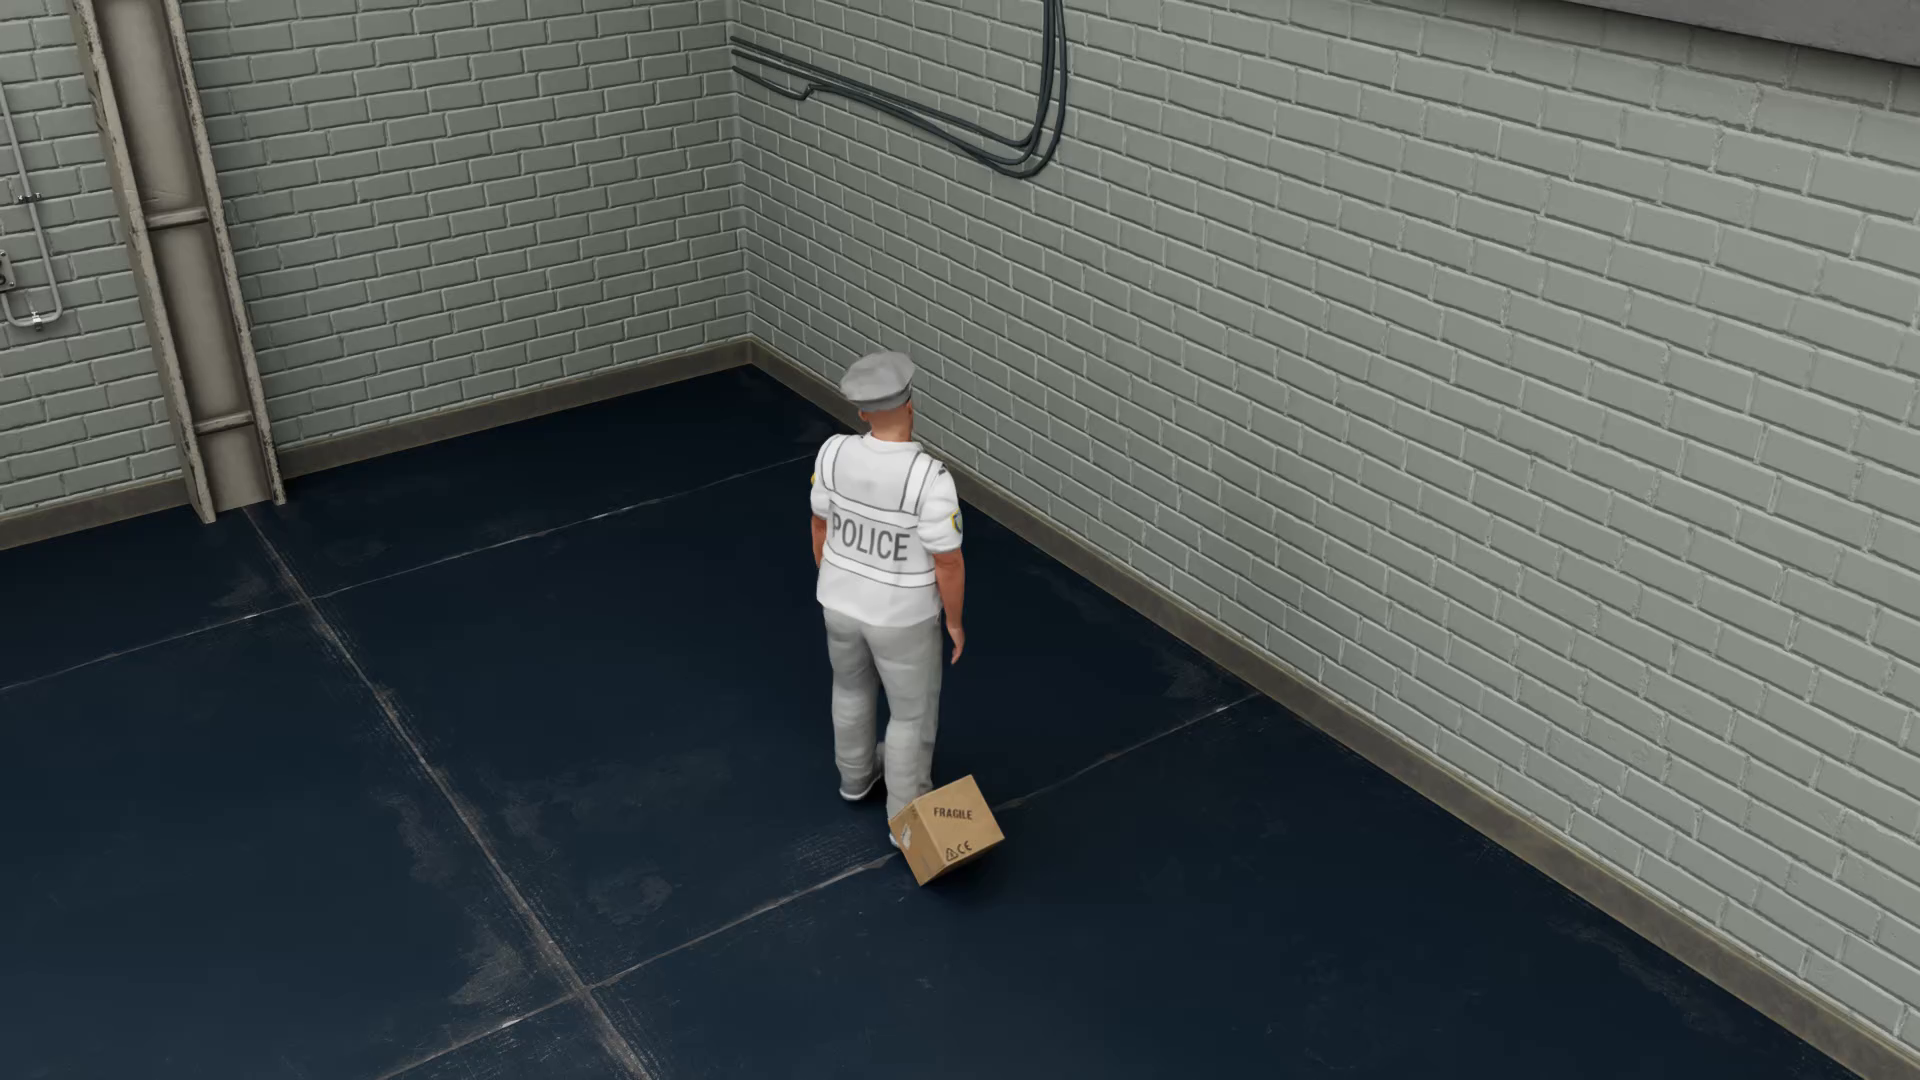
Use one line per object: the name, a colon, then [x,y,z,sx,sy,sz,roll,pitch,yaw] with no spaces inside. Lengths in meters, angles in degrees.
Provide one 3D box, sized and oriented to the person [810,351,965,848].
person: [-0.226,0.204,5.678,0.619,1.768,0.482,15,32,25]
